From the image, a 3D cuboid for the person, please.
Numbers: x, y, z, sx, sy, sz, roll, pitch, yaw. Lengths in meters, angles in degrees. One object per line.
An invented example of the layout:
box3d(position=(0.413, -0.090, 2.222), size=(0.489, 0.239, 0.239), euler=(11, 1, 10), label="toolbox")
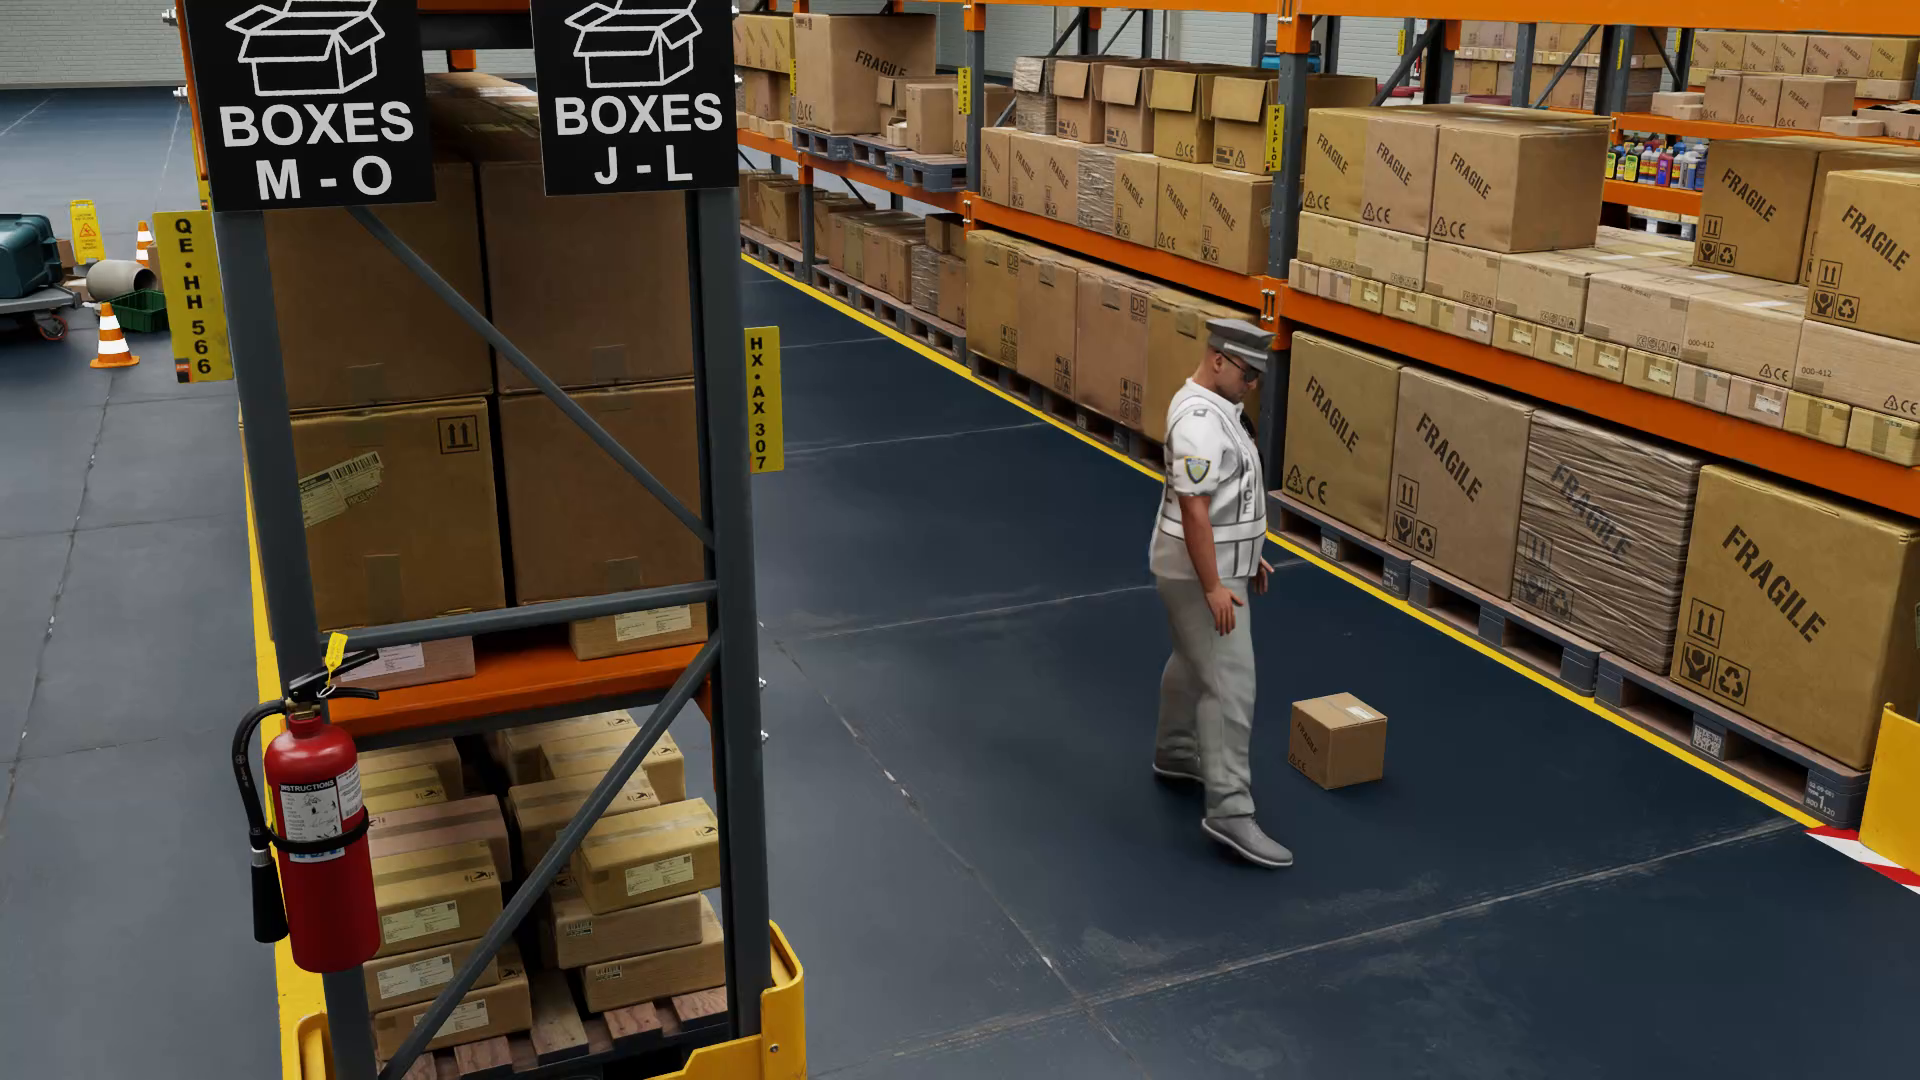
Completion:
box3d(position=(0.934, 0.140, 5.626), size=(0.550, 1.747, 0.734), euler=(2, 19, 5), label="person")
